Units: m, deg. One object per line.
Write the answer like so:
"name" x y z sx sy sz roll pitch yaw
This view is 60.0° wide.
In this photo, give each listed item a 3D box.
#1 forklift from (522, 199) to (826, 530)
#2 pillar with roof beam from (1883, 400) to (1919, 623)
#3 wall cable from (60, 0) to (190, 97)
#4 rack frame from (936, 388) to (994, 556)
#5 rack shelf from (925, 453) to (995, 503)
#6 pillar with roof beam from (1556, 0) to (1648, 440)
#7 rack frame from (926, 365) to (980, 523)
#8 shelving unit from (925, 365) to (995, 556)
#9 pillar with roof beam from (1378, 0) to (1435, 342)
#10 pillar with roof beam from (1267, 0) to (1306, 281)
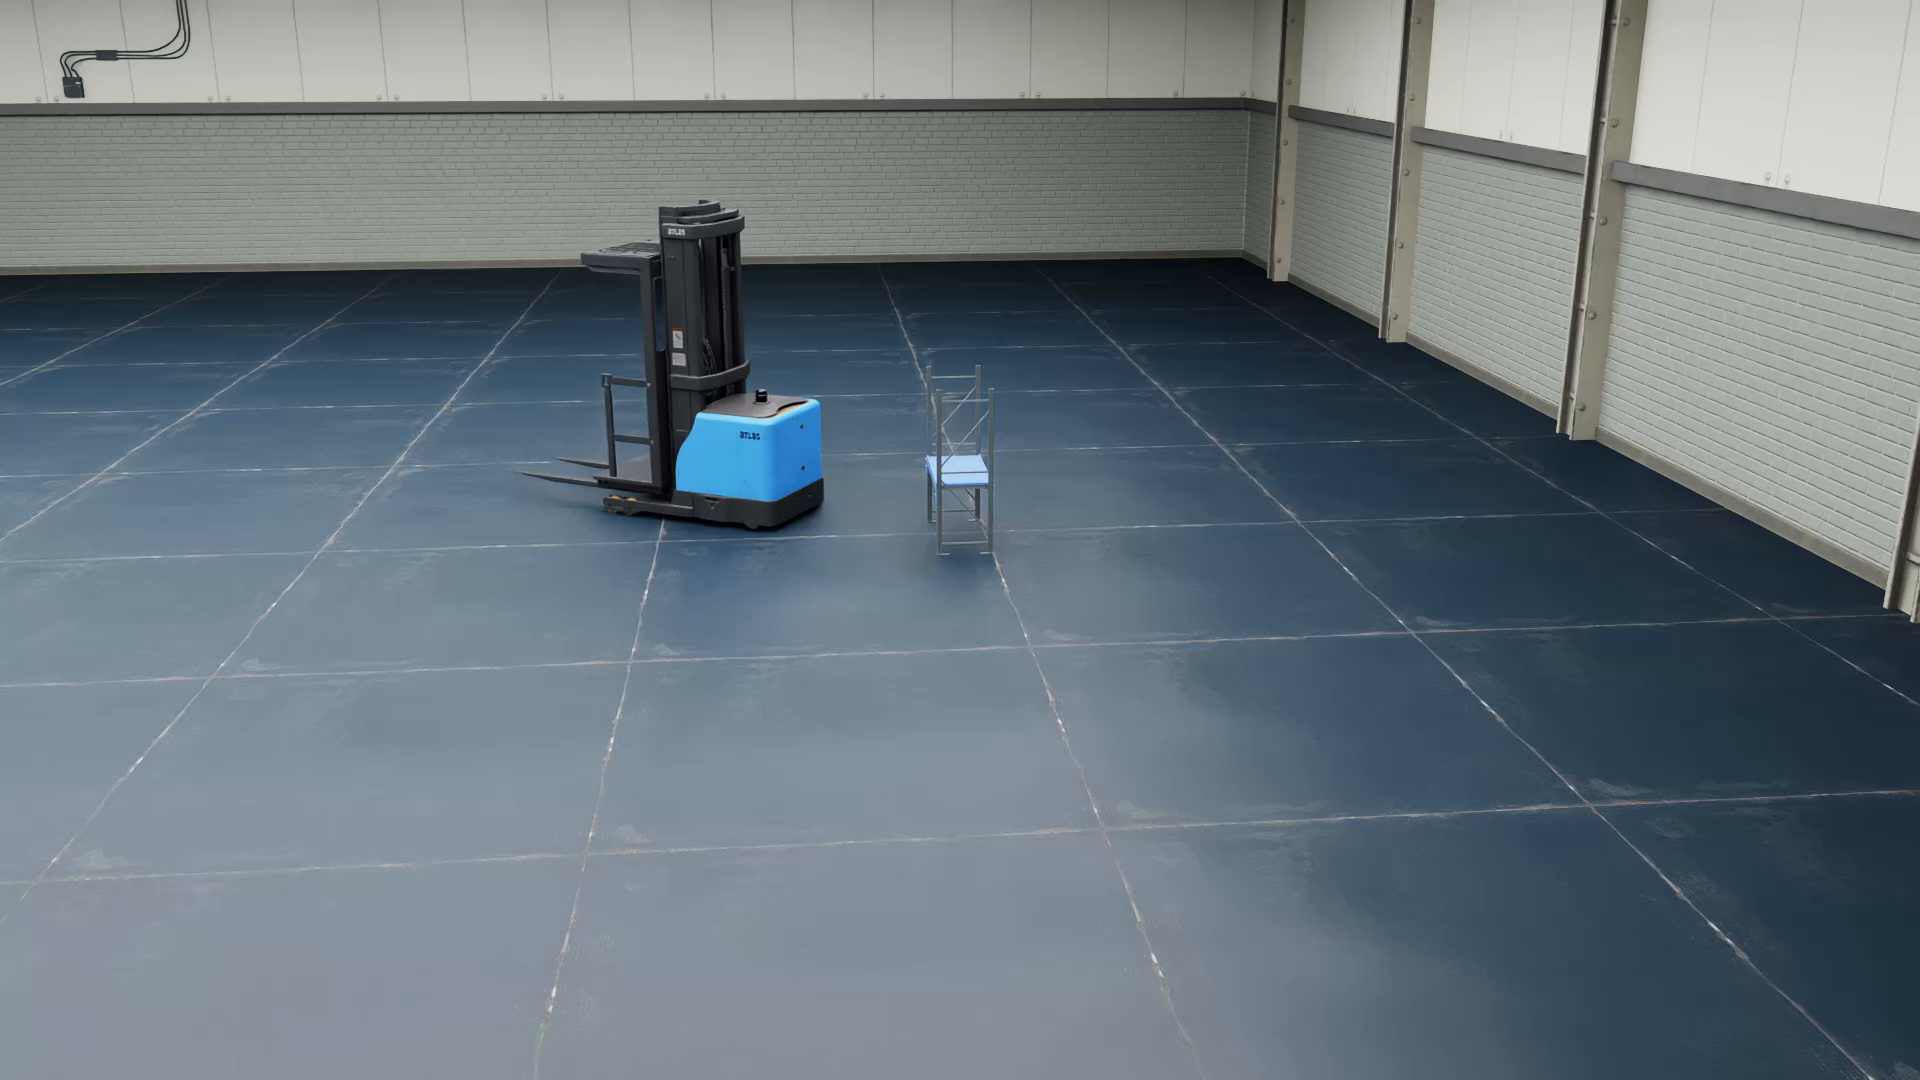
"forklift" -2.870 -1.767 15.984 3.031 2.935 1.130 7 19 23
"pillar with roof beam" 3.400 -3.567 11.589 9.100 9.000 0.400 -2 18 -6
"wall cable" -15.051 -10.920 29.331 2.305 6.003 0.169 -2 18 -6
"rack frame" 0.044 -0.590 14.624 0.500 1.500 0.032 -2 18 -6
"rack shelf" -0.009 -0.569 15.160 0.538 0.185 1.000 -2 18 -6
"pillar with roof beam" 2.781 -5.355 17.283 9.100 9.000 0.400 -2 18 -6
"rack frame" -0.061 -0.892 15.589 0.500 1.500 0.032 -2 18 -6
"shelving unit" -0.009 -0.741 15.106 0.538 1.500 1.048 -2 18 -6
"pillar with roof beam" 2.162 -7.142 22.977 9.100 9.000 0.400 -2 18 -6
"pillar with roof beam" 1.543 -8.930 28.671 9.100 9.000 0.400 -2 18 -6
